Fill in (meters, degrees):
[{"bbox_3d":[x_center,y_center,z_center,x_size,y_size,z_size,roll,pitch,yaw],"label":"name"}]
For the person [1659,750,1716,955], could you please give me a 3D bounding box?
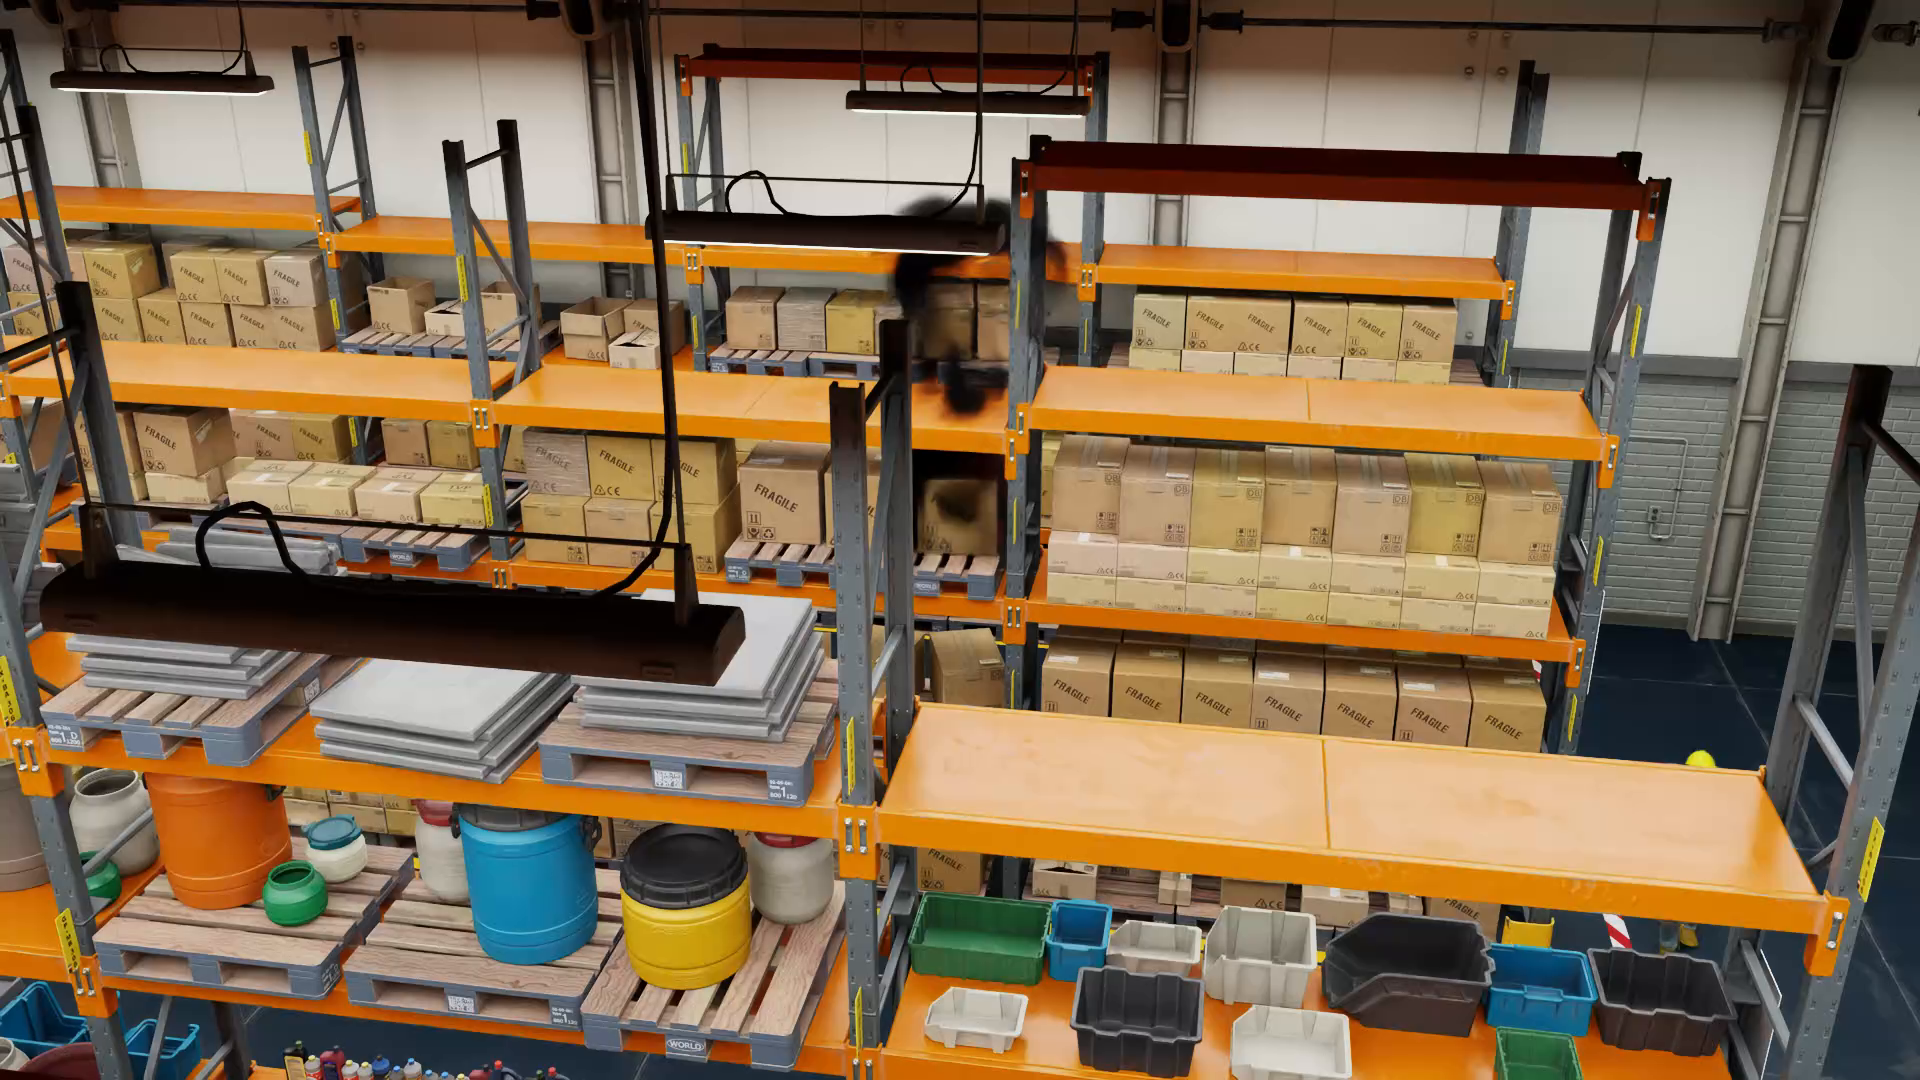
[{"bbox_3d":[5.458,2.397,12.528,0.722,1.827,0.656,7,24,17],"label":"person"}]
